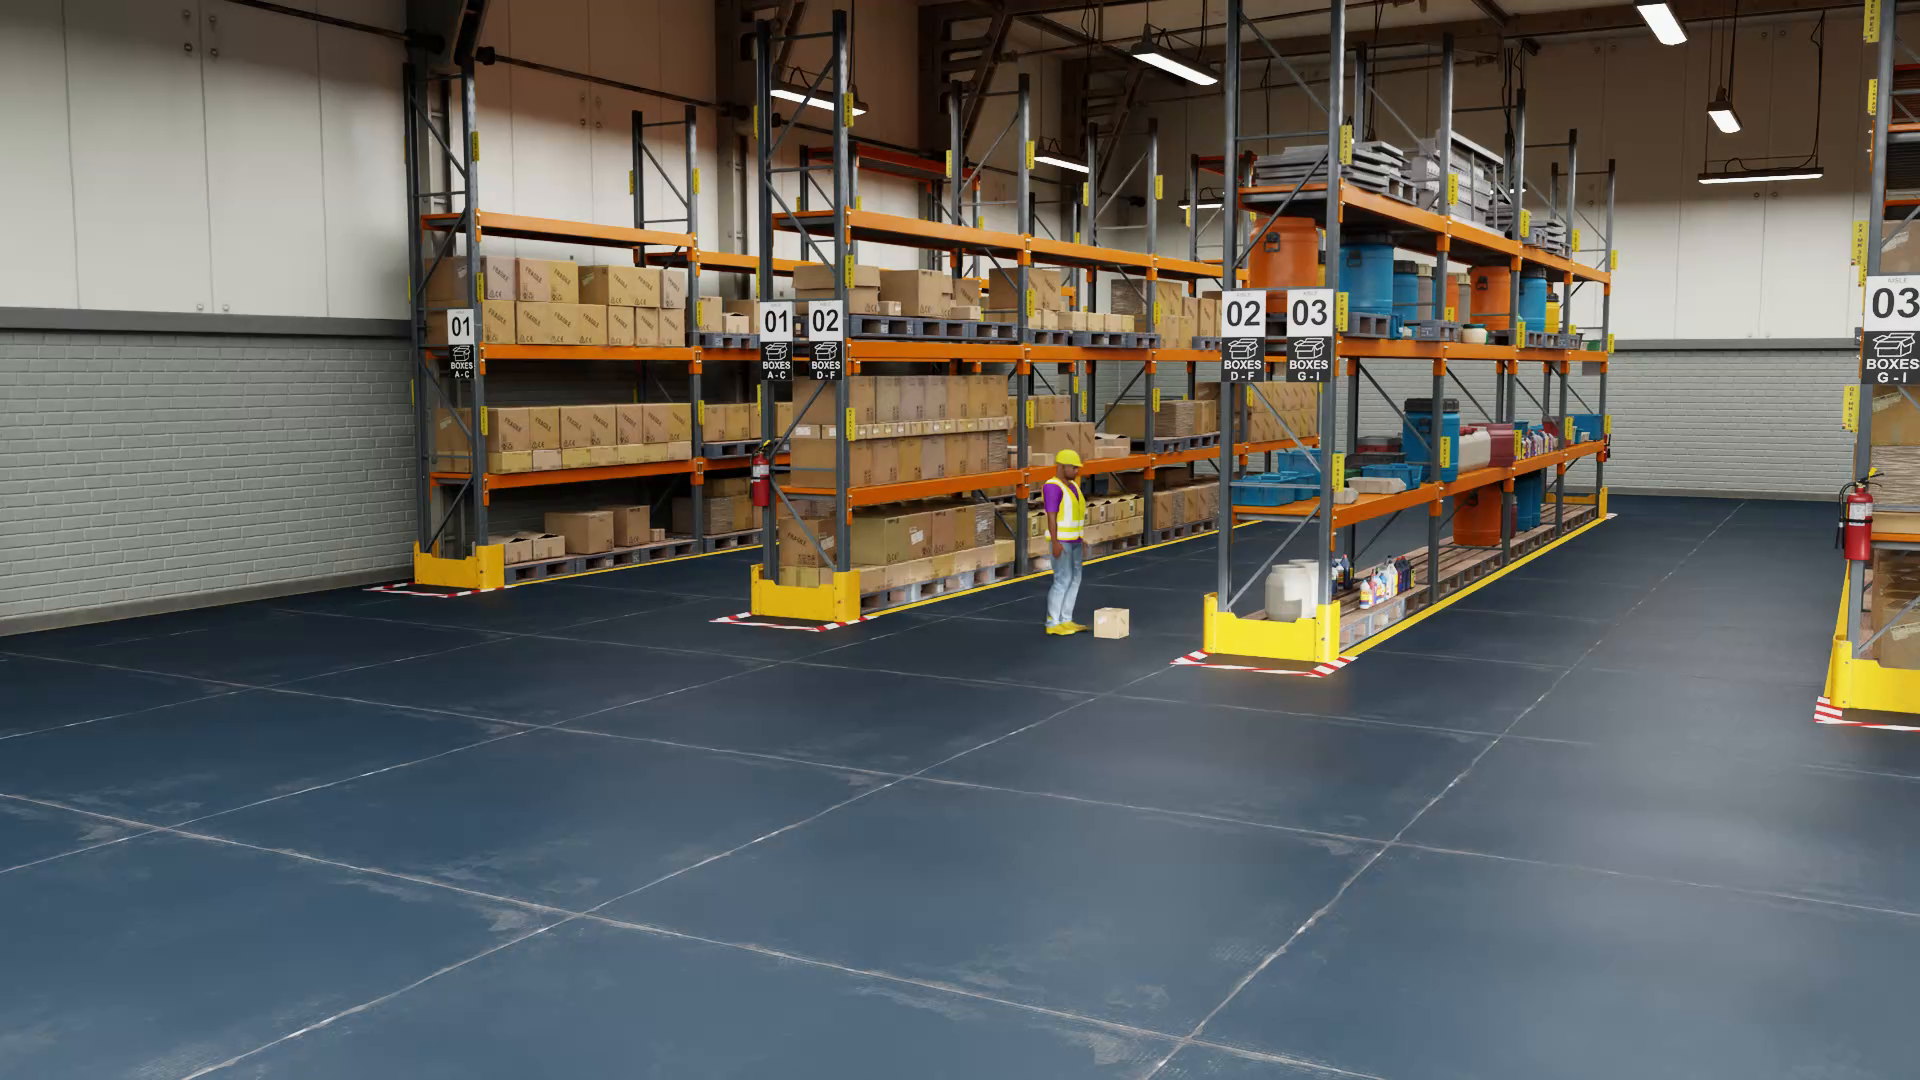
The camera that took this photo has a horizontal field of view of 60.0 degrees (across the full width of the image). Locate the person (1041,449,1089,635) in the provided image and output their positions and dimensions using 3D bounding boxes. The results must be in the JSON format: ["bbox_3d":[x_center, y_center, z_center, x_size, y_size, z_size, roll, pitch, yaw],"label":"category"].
[{"bbox_3d":[1.013,0.010,15.943,0.363,1.762,0.566,3,7,30],"label":"person"}]
